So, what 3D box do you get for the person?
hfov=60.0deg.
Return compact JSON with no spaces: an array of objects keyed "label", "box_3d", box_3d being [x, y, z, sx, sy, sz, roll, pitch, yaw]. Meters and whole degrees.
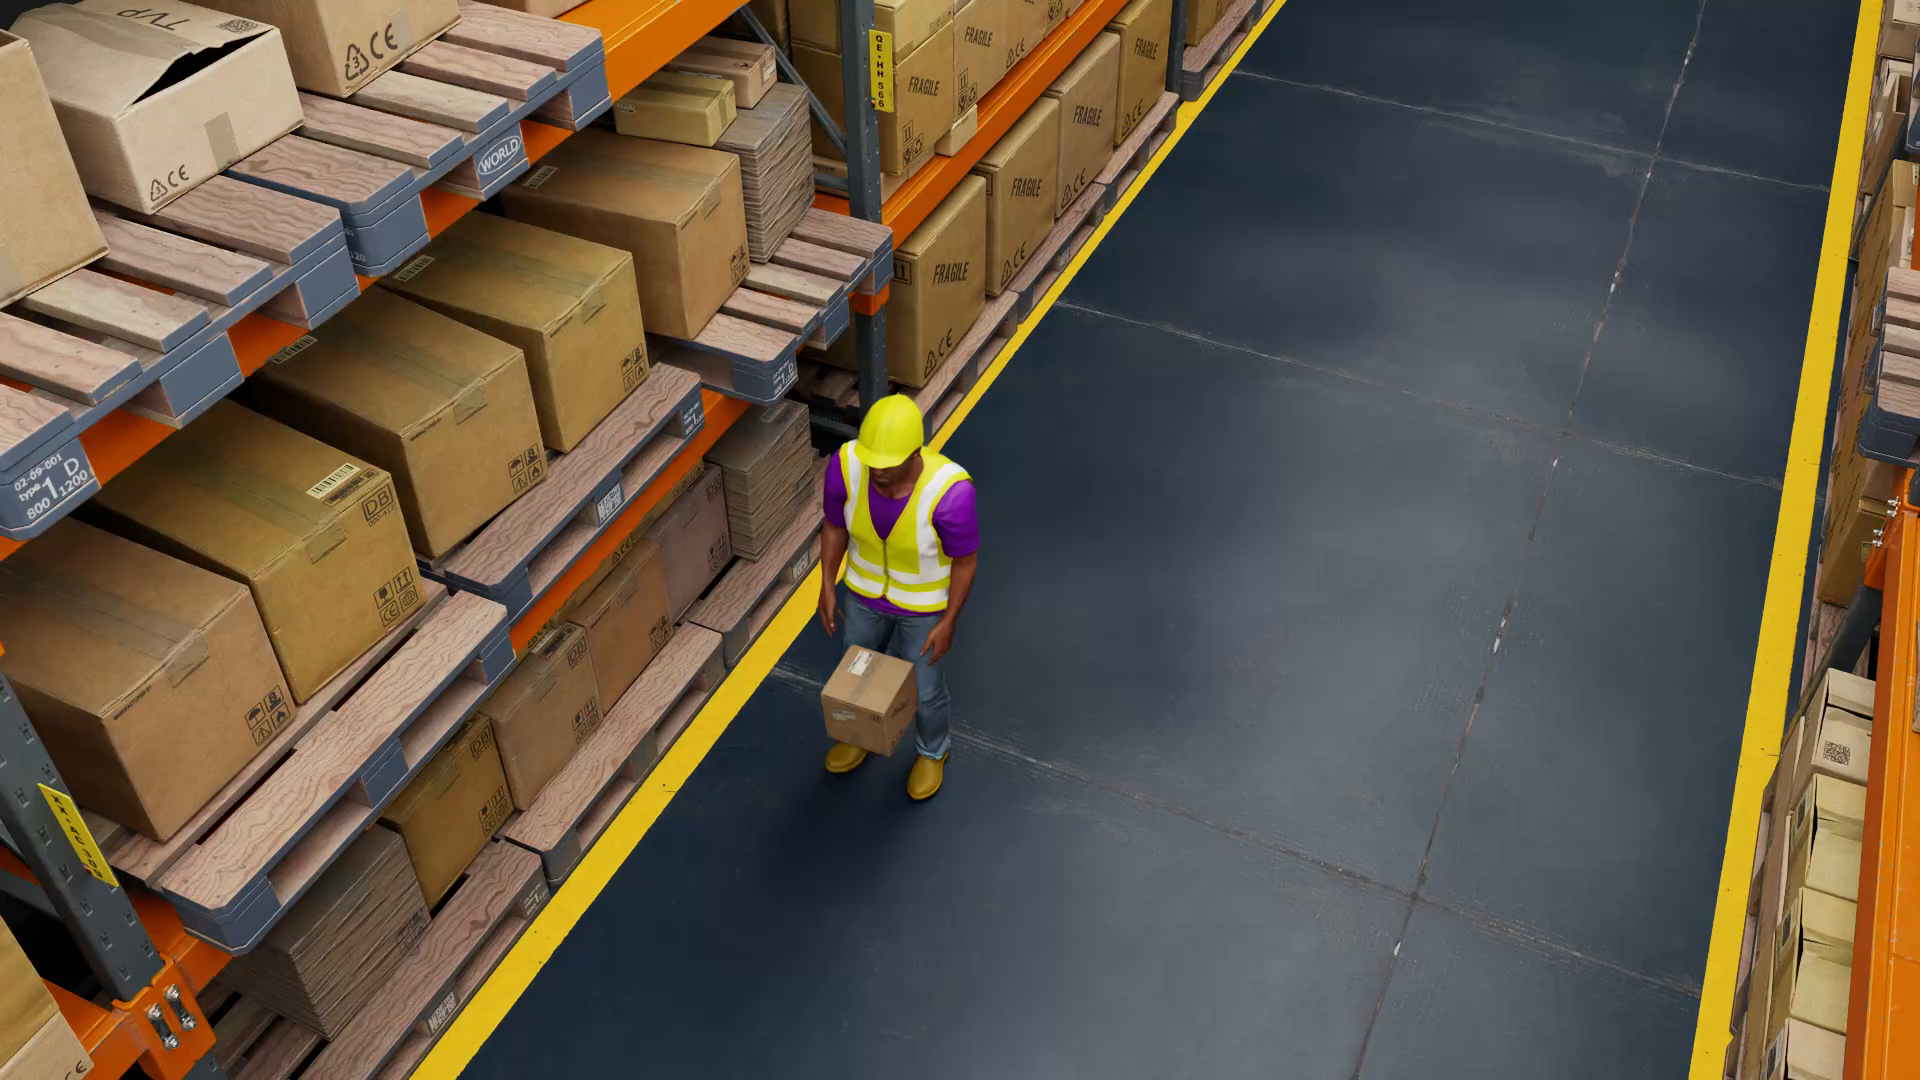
[{"label":"person","box_3d":[-0.213,0.213,5.909,0.633,1.759,0.462,15,44,16]}]
